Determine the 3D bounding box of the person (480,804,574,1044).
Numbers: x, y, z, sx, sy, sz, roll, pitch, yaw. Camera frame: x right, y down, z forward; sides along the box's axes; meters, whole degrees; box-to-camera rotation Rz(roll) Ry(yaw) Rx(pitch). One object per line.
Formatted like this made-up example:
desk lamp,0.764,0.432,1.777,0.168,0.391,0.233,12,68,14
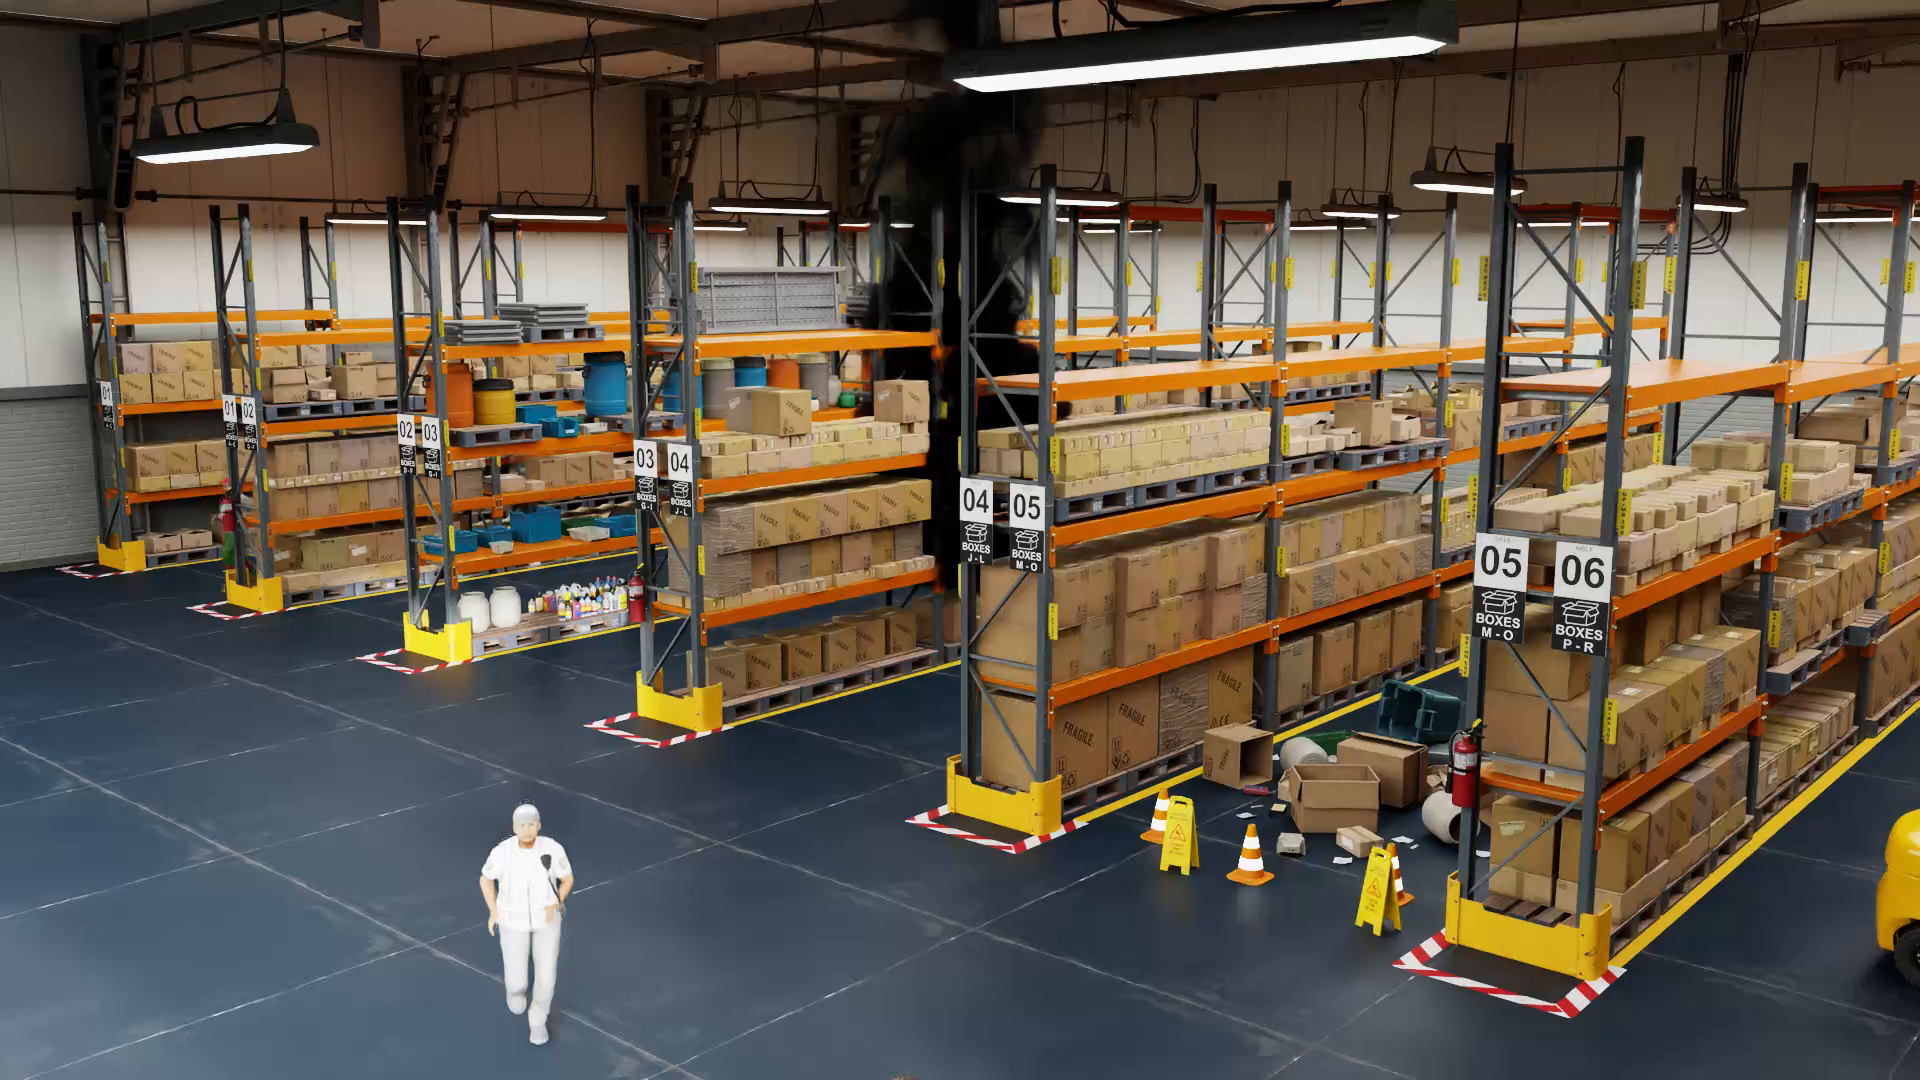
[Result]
person,-2.867,2.524,11.079,0.608,1.553,0.498,-3,10,-17

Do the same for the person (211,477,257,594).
person,-11.515,-0.096,26.427,0.708,1.836,0.748,7,12,35

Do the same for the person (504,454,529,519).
person,-8.095,-0.752,30.436,0.657,1.733,0.879,7,12,36
